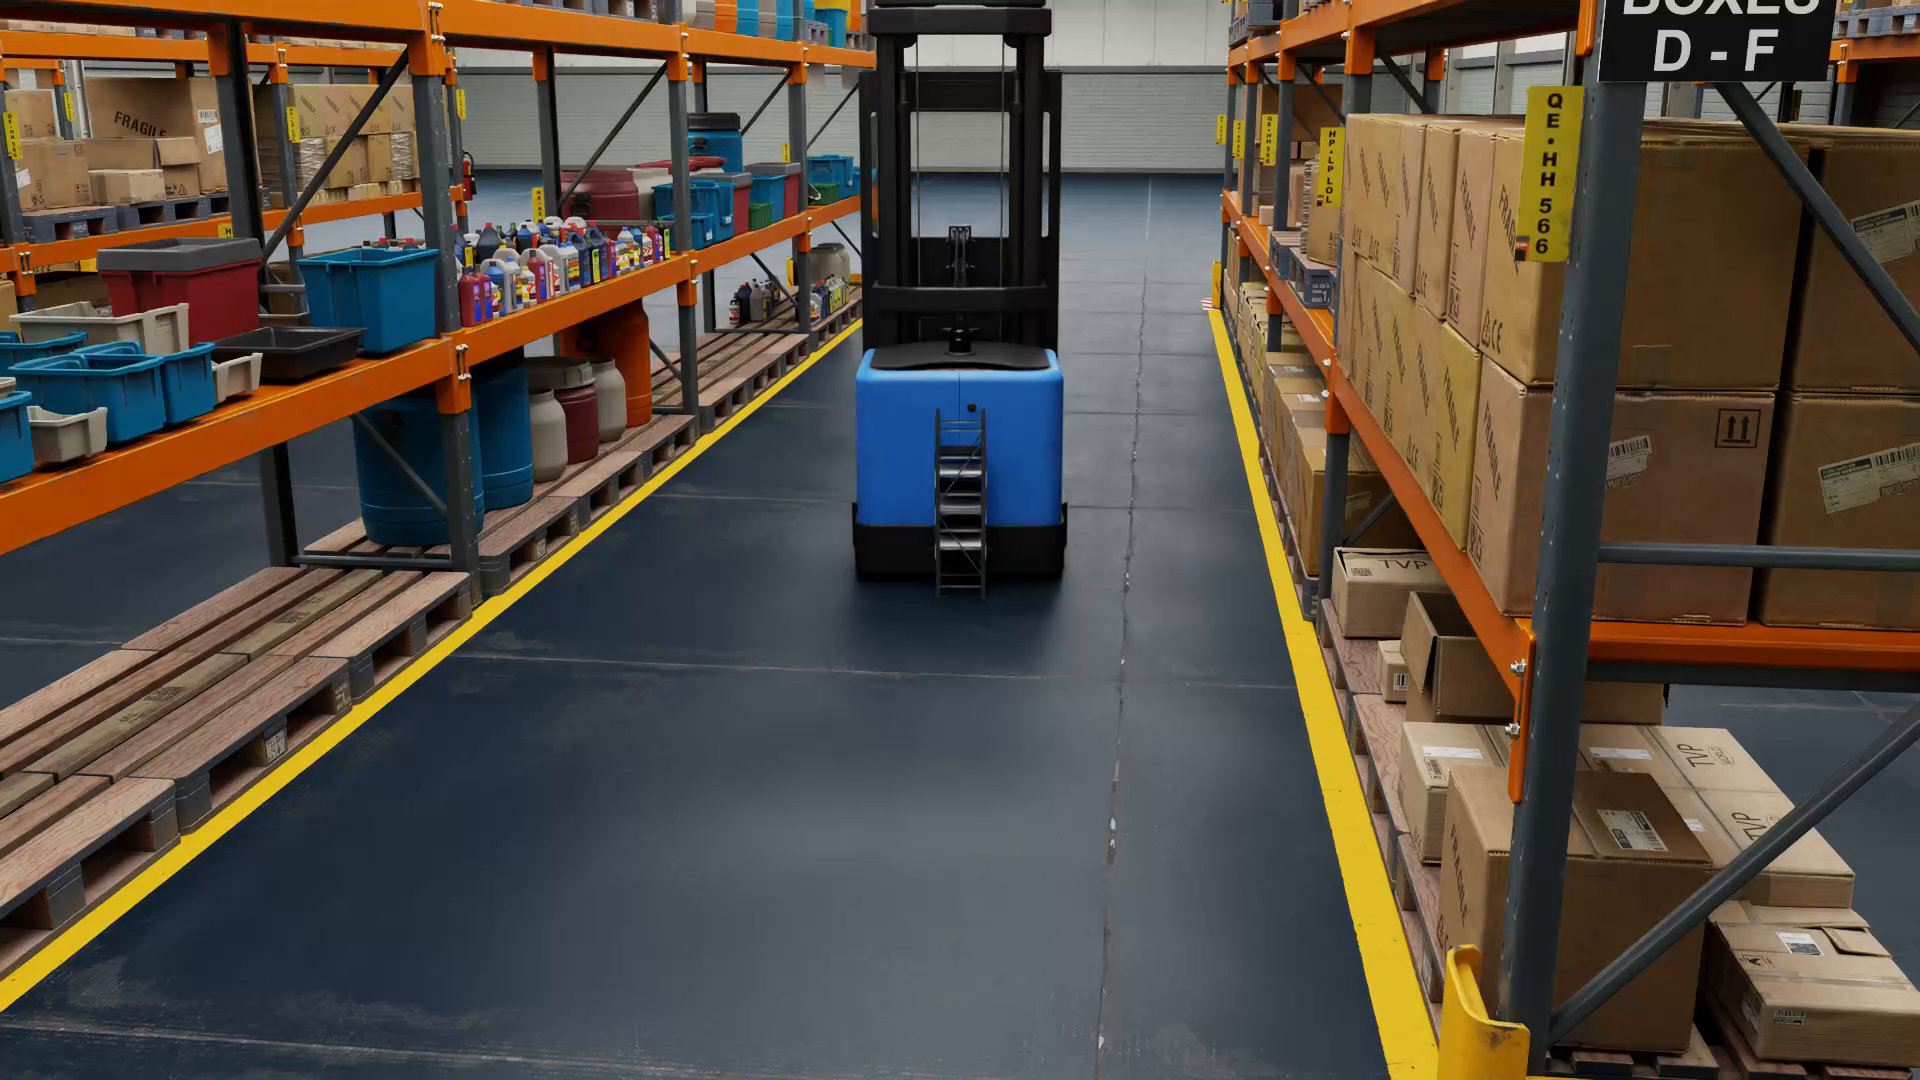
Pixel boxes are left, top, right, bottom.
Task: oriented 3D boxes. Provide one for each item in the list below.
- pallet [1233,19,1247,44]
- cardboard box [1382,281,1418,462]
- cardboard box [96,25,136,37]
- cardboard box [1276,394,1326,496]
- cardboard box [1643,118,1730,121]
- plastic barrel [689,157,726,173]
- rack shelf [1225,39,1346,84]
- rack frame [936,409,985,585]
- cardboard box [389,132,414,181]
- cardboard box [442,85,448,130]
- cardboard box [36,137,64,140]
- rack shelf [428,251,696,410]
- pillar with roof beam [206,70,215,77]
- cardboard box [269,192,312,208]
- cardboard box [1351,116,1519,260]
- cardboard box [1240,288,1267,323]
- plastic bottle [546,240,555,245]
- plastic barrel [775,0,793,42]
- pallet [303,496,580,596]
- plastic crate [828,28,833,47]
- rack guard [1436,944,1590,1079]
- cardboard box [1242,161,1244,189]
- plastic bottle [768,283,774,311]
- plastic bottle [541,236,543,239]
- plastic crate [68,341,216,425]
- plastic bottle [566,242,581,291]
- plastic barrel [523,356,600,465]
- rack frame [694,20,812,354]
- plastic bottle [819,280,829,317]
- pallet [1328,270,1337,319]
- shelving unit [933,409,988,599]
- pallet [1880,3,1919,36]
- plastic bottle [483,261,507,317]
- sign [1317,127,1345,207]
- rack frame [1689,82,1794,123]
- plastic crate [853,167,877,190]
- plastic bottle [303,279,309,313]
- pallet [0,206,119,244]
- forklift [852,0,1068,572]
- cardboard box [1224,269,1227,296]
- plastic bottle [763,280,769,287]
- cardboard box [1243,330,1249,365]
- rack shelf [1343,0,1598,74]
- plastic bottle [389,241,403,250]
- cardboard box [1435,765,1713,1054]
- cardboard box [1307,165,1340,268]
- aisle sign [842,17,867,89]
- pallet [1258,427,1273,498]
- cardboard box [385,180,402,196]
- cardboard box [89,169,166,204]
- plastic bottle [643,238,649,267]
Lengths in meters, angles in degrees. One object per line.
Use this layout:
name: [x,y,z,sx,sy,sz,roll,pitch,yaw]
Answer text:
pallet: [3.227,-5.013,16.376,1.003,0.211,1.213,2,15,6]
cardboard box: [1.616,-0.525,5.164,0.500,0.500,0.500,1,15,5]
cardboard box: [-6.865,-4.082,13.052,0.500,0.250,0.500,2,15,7]
cardboard box: [2.061,-0.527,9.311,0.500,0.500,0.500,1,15,4]
cardboard box: [2.202,-1.123,5.463,0.500,0.500,0.500,2,15,7]
plastic barrel: [-2.231,-3.041,14.400,0.433,0.535,0.433,0,15,0]
rack shelf: [3.242,-4.689,16.389,1.077,0.370,4.000,2,15,6]
rack frame: [0.003,-0.201,8.181,0.240,0.900,0.006,0,15,0]
cardboard box: [-6.501,-4.188,18.144,0.875,0.500,0.500,2,15,6]
cardboard box: [-6.192,-4.925,18.951,0.500,0.500,0.500,2,15,6]
cardboard box: [-11.289,-4.547,19.944,0.875,0.550,0.550,2,15,6]
rack shelf: [-2.582,-1.313,9.650,1.077,0.370,4.000,2,15,6]
pillar with roof beam: [-15.143,-13.677,42.503,9.100,9.000,0.400,2,15,6]
cardboard box: [-6.503,-3.288,16.057,0.380,0.149,0.250,2,15,6]
cardboard box: [1.723,-1.278,6.035,0.500,0.500,0.500,1,15,5]
cardboard box: [2.660,-1.986,14.150,0.500,0.311,0.500,2,15,6]
plastic bottle: [-2.327,-1.573,9.479,0.097,0.271,0.097,0,15,0]
plastic barrel: [-1.747,-4.768,14.343,0.600,0.901,0.708,2,15,6]
pallet: [-2.679,0.005,8.738,1.003,0.211,1.213,2,15,6]
plastic crate: [-1.456,-4.964,16.431,0.336,0.188,0.450,2,15,6]
rack guard: [1.671,1.229,3.658,1.175,0.500,0.348,2,15,6]
cardboard box: [3.286,-3.770,17.166,0.700,0.500,0.500,2,15,7]
plastic bottle: [-1.932,-2.466,16.896,0.061,0.283,0.133,2,15,6]
plastic bottle: [-2.778,-1.926,10.919,0.097,0.201,0.097,0,15,0]
plastic crate: [-2.722,-0.526,5.567,0.416,0.233,0.300,2,15,6]
plastic bottle: [-2.195,-1.543,9.370,0.097,0.271,0.097,0,15,0]
plastic barrel: [-2.522,-0.798,10.180,0.600,0.588,0.708,2,15,6]
rack frame: [-1.905,-3.217,15.311,1.000,3.000,0.127,2,15,6]
plastic bottle: [-1.380,-2.396,16.510,0.144,0.351,0.185,1,15,4]
pallet: [2.312,-1.106,7.875,1.003,0.211,1.213,2,15,6]
shelving unit: [0.003,-0.174,8.083,0.258,0.900,0.210,0,15,0]
pallet: [7.649,-3.856,12.290,1.213,0.211,1.003,2,15,6]
plastic bottle: [-2.322,-1.253,8.294,0.097,0.271,0.097,0,15,0]
sign: [1.562,-1.569,7.001,0.100,0.325,0.005,2,15,6]
rack frame: [8.390,-3.962,18.069,1.000,3.000,0.127,2,15,6]
plastic crate: [-1.213,-4.044,18.655,0.499,0.251,0.616,2,15,6]
plastic bottle: [-3.084,-1.194,8.068,0.152,0.276,0.135,2,15,6]
pallet: [-7.303,-2.420,12.735,1.213,0.211,1.003,2,15,6]
forklift: [0.002,-1.579,9.385,1.130,2.935,3.031,0,15,0]
cardboard box: [3.186,-2.850,18.419,0.500,0.250,0.500,2,15,6]
plastic bottle: [-2.018,-2.574,17.317,0.097,0.271,0.097,0,15,0]
cardboard box: [2.610,-1.581,13.725,0.500,0.250,0.500,1,15,5]
rack shelf: [1.888,-1.577,4.879,1.077,0.370,4.000,2,15,6]
plastic bottle: [-2.886,-1.362,8.546,0.144,0.351,0.185,2,15,6]
cardboard box: [1.479,0.889,4.076,0.500,0.500,0.500,2,15,6]
cardboard box: [2.252,-1.706,8.728,0.700,0.500,0.500,-2,15,-8]
aisle sign: [-1.150,-5.519,18.845,0.394,0.787,0.004,2,15,6]
pallet: [2.443,-0.494,10.584,1.003,0.211,1.213,2,15,6]
cardboard box: [-6.267,-3.807,17.974,0.380,0.149,0.250,2,15,6]
cardboard box: [-6.860,-2.883,13.562,0.500,0.250,0.500,1,15,5]
plastic bottle: [-2.046,-1.851,10.643,0.097,0.201,0.097,0,15,0]
